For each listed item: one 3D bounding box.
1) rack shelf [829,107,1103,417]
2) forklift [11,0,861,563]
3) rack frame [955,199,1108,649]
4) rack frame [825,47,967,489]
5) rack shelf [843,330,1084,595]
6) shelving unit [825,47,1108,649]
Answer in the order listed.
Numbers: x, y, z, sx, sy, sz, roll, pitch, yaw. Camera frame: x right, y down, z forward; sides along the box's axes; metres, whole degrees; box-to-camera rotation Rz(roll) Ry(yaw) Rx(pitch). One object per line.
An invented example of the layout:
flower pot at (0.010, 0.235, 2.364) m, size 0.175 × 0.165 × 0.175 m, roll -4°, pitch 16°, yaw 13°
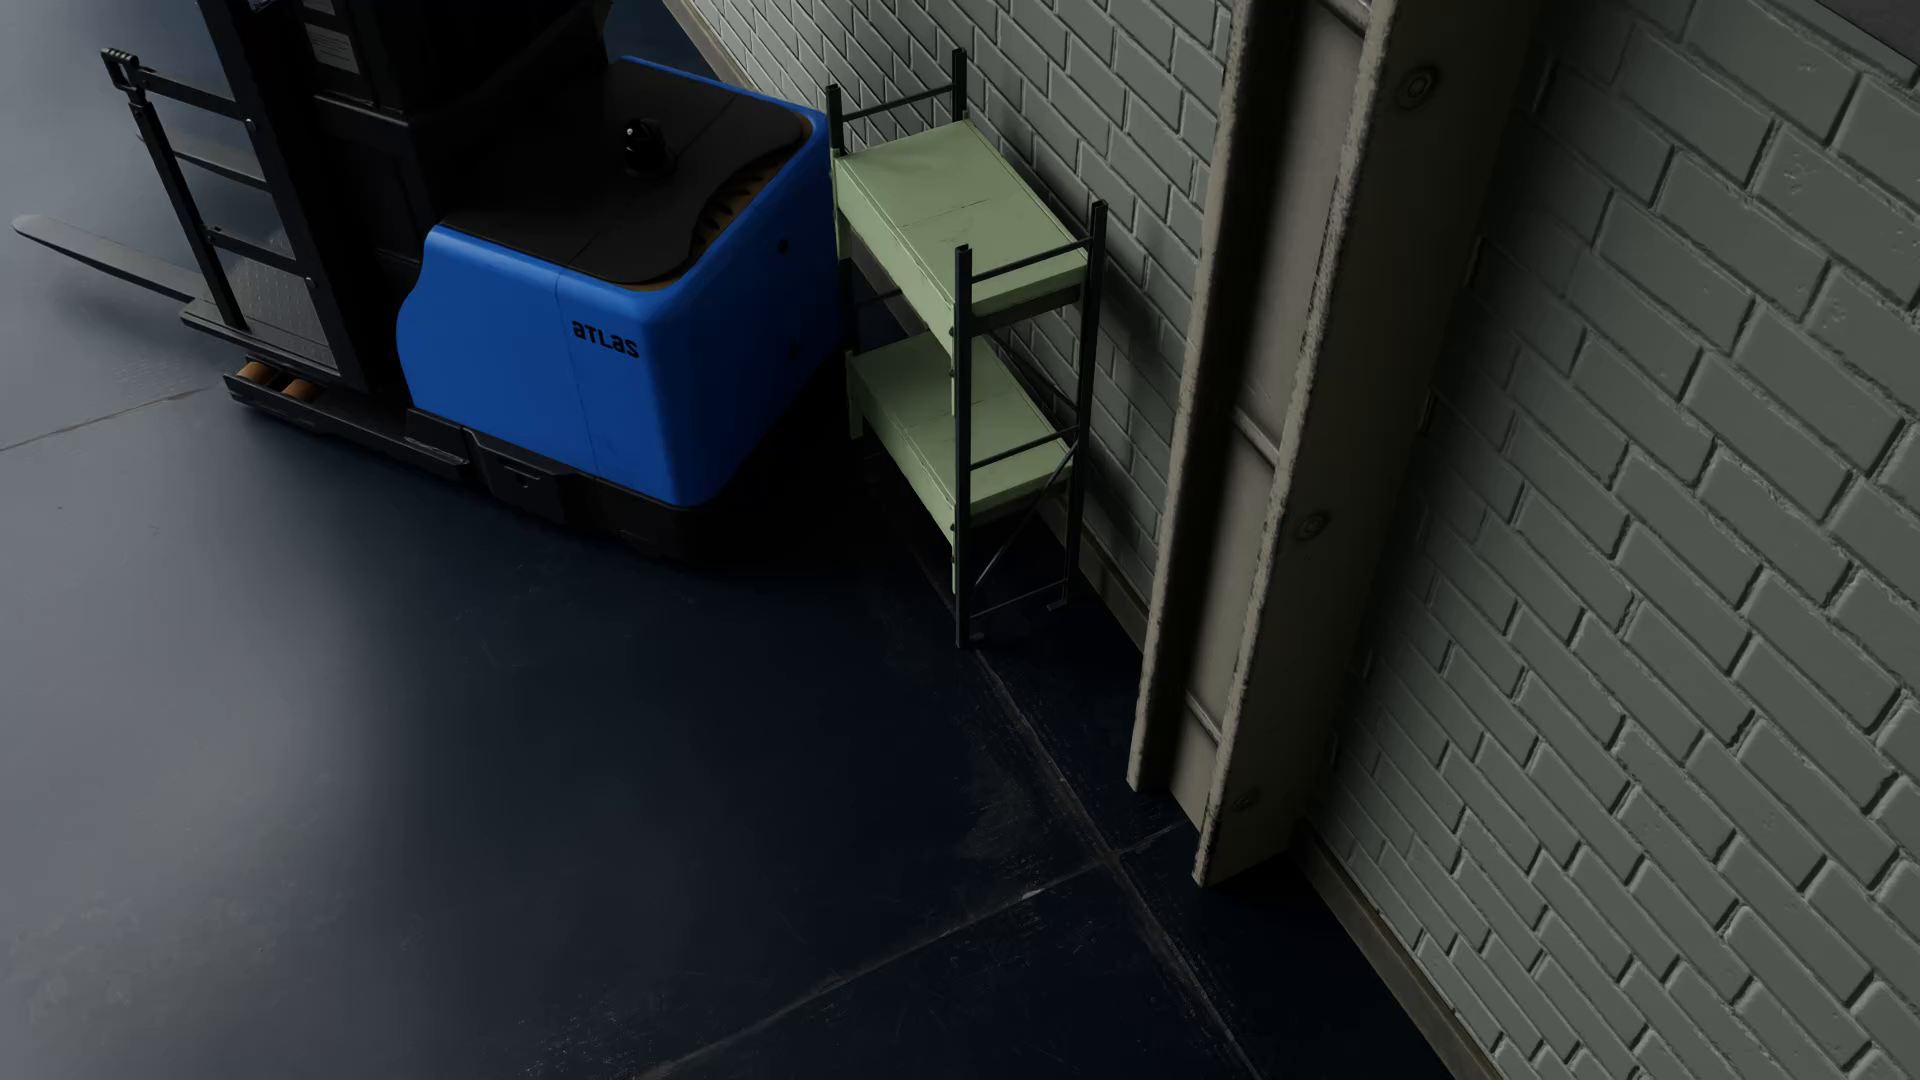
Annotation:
rack shelf at (0.003, -0.746, 4.388) m, size 0.431 × 0.370 × 0.720 m, roll -21°, pitch 52°, yaw -18°
forklift at (-1.889, -1.674, 4.767) m, size 3.031 × 2.935 × 1.130 m, roll 20°, pitch 52°, yaw 17°
rack frame at (0.171, -0.244, 4.467) m, size 0.400 × 1.500 × 0.023 m, roll -21°, pitch 52°, yaw -18°
rack frame at (-0.164, -0.734, 4.896) m, size 0.400 × 1.500 × 0.023 m, roll -21°, pitch 52°, yaw -18°
rack shelf at (0.003, -0.275, 4.927) m, size 0.431 × 0.370 × 0.720 m, roll -21°, pitch 52°, yaw -18°
shelving unit at (0.003, -0.489, 4.682) m, size 0.431 × 1.500 × 0.755 m, roll -21°, pitch 52°, yaw -18°
